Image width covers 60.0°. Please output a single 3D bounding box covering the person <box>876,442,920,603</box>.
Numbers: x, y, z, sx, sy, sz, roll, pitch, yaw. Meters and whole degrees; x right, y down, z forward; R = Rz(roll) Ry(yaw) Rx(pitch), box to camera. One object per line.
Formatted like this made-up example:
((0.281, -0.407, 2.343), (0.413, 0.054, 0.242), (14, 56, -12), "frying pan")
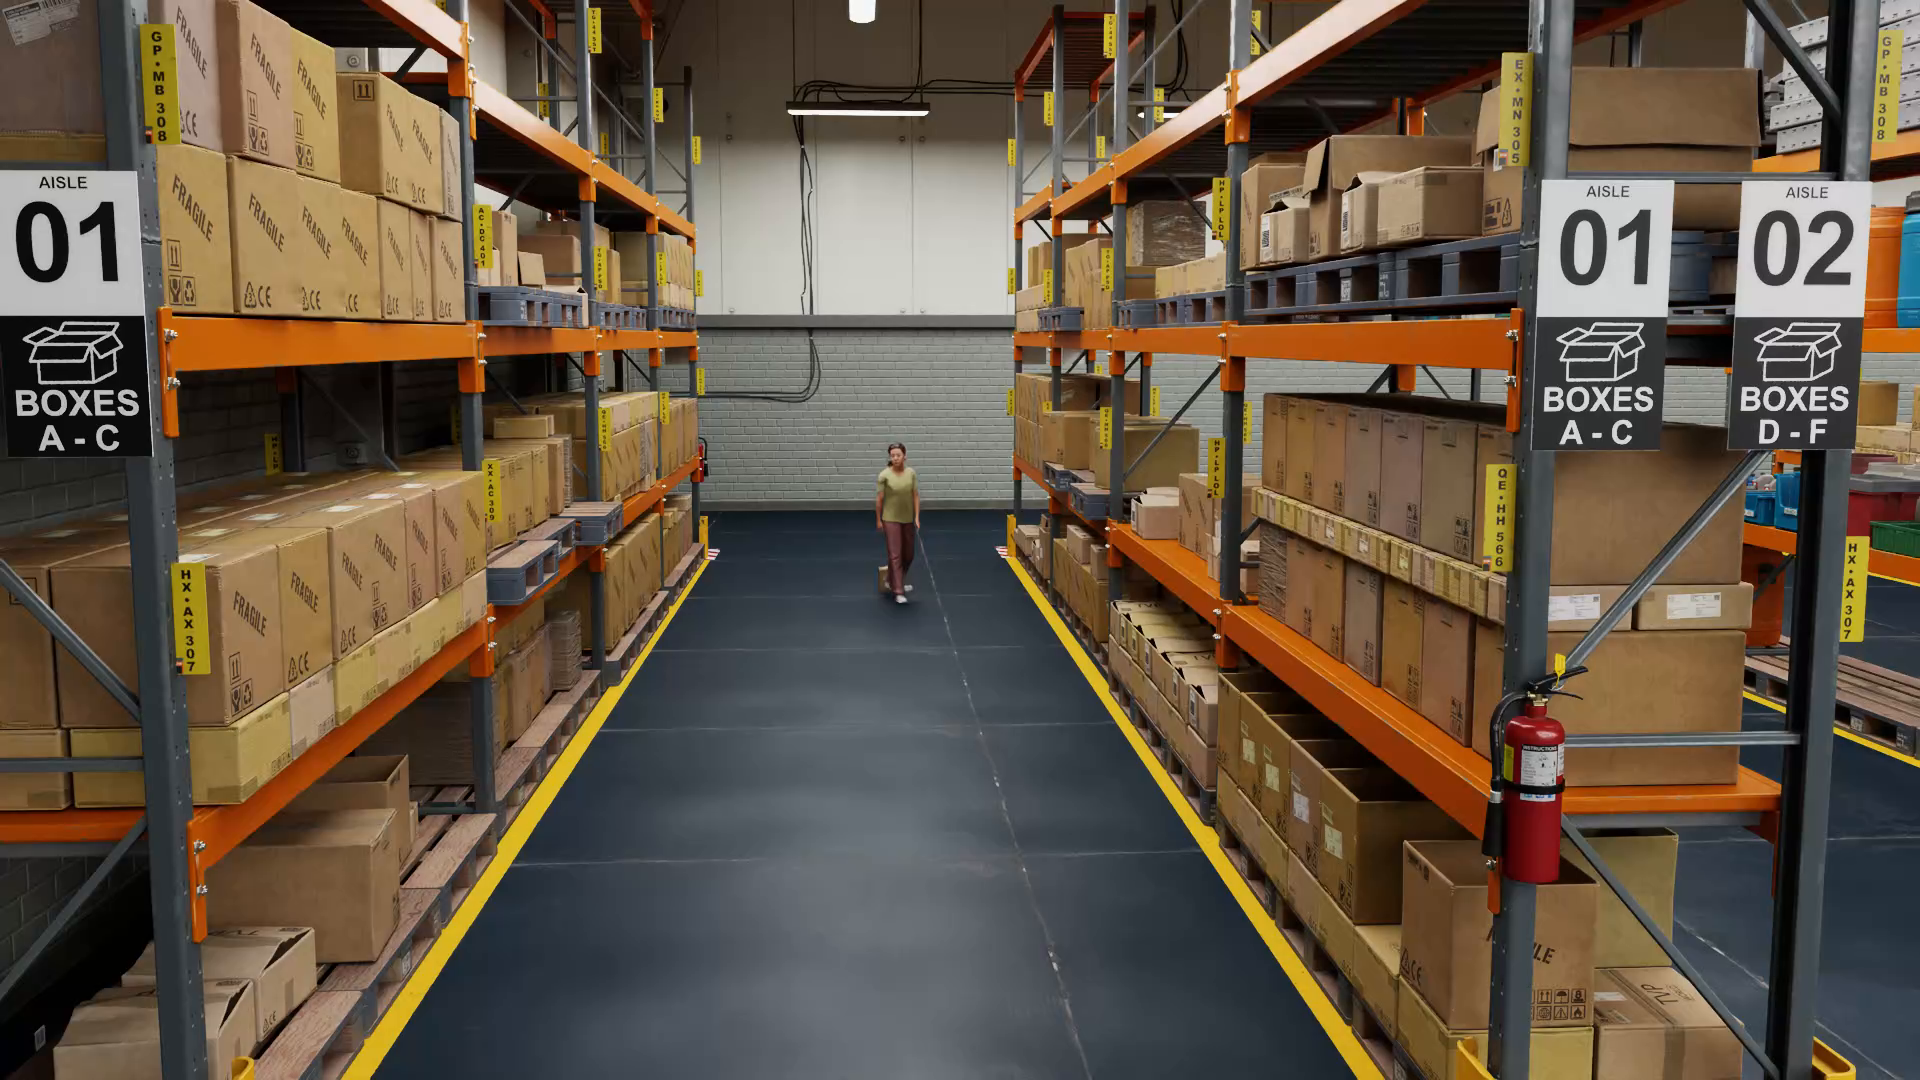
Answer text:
((-0.649, -0.195, 17.355), (0.495, 1.666, 0.643), (-3, 8, -25), "person")
